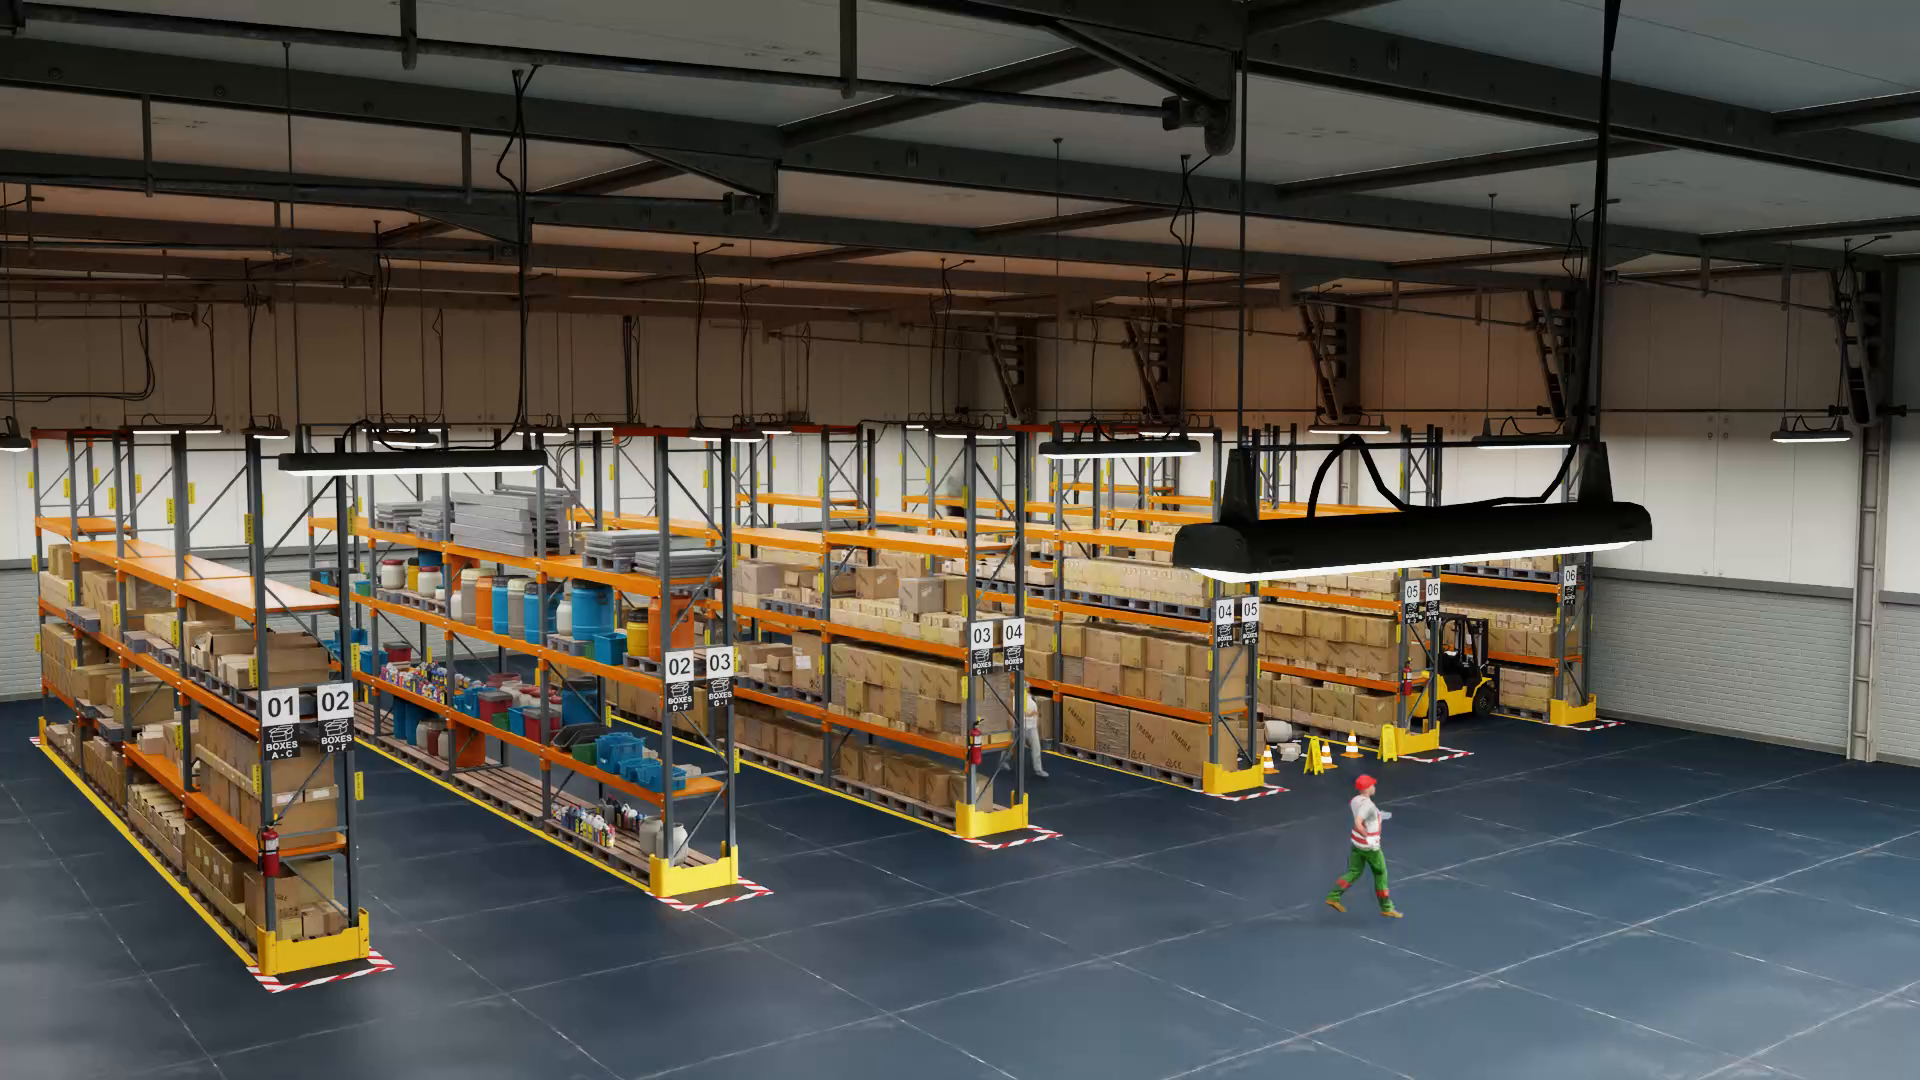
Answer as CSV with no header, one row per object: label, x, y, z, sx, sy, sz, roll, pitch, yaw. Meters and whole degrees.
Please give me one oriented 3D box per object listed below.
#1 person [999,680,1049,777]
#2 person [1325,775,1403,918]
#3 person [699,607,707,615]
person,1.117,3.232,28.709,0.938,1.642,0.617,4,6,41
person,5.036,3.788,20.584,0.952,1.787,0.659,-1,5,-12
person,-6.281,2.356,40.301,0.595,1.719,0.661,1,5,14
